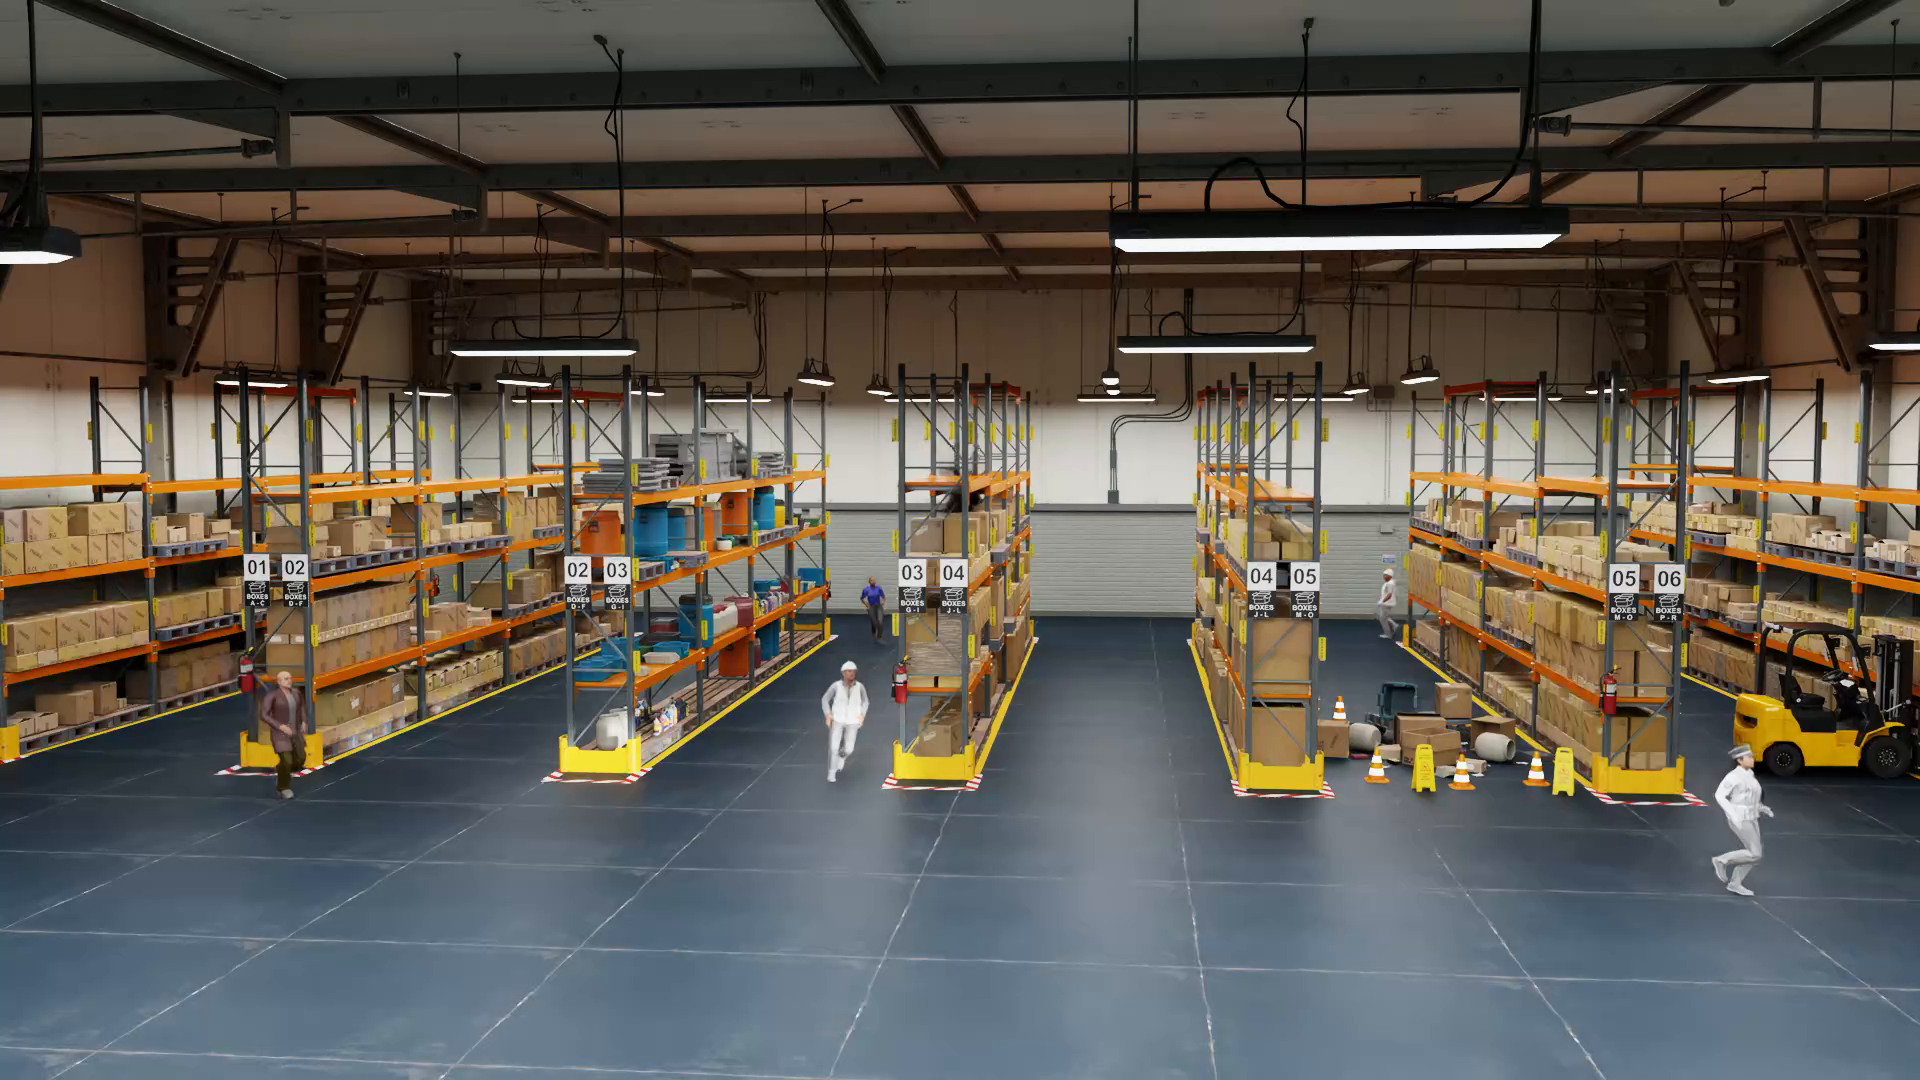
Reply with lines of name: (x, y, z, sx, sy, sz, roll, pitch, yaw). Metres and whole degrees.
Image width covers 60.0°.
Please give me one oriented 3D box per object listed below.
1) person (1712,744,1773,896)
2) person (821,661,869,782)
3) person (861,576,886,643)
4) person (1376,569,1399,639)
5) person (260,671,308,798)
person: (8.495, 3.028, 18.025, 0.618, 1.651, 0.547, -3, 5, -42)
person: (-1.658, 2.618, 24.080, 0.703, 1.727, 0.542, -1, 4, -9)
person: (-2.050, 1.667, 39.689, 0.599, 1.604, 0.595, -1, 4, -18)
person: (10.402, 1.556, 40.399, 0.557, 1.721, 0.732, 1, 4, 10)
person: (-9.286, 2.705, 22.904, 0.660, 1.666, 0.751, 2, 4, 30)
